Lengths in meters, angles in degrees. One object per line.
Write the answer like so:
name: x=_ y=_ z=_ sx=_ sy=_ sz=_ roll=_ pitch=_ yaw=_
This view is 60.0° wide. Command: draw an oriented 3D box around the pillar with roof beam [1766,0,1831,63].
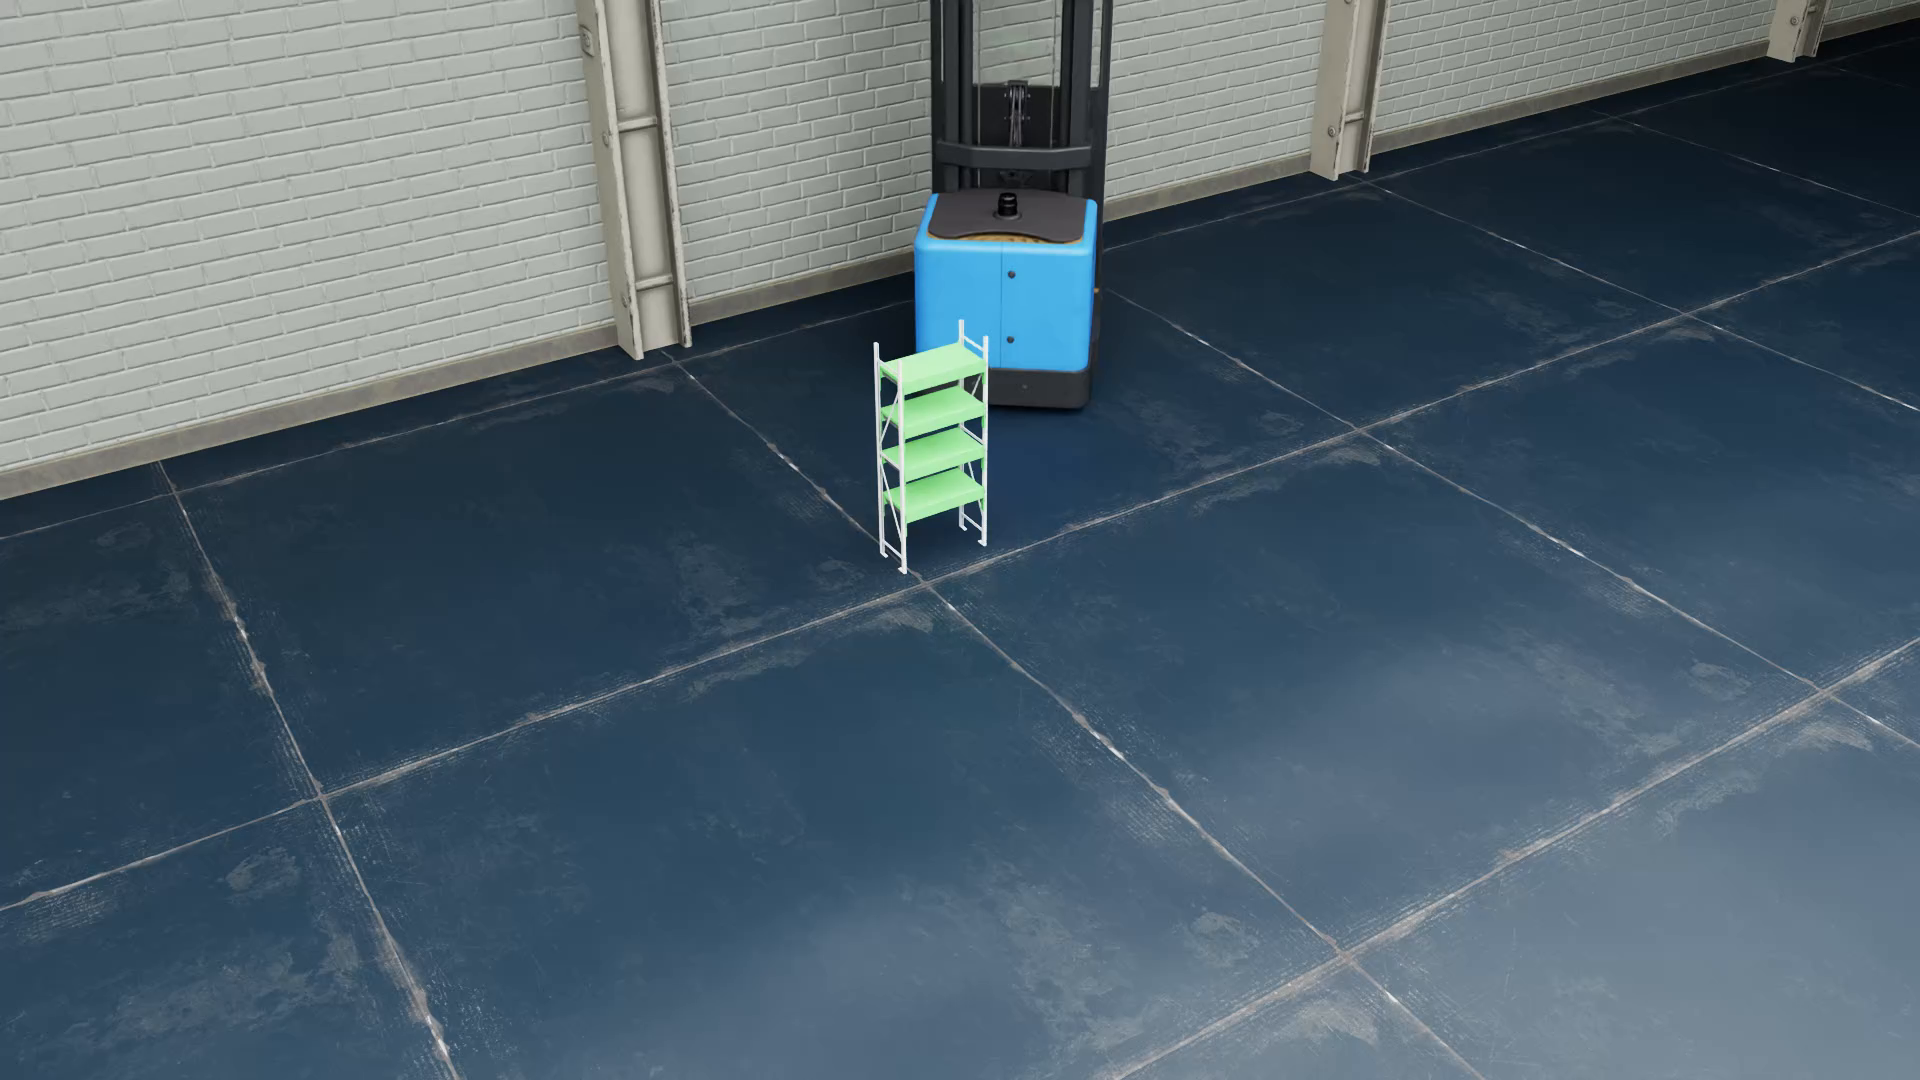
pillar with roof beam: x=10.443 y=-6.612 z=10.797 sx=0.400 sy=9.000 sz=9.100 roll=-19 pitch=37 yaw=-27

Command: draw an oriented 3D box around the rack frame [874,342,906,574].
rack frame: x=-0.344 y=-0.389 z=8.242 sx=0.015 sy=1.200 sz=0.240 roll=-19 pitch=37 yaw=-27

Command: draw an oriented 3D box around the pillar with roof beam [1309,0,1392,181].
pillar with roof beam: x=5.400 y=-4.877 z=8.048 sx=0.400 sy=9.000 sz=9.100 roll=-19 pitch=37 yaw=-27

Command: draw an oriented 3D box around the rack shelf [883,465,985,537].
rack shelf: x=-0.139 y=-0.203 z=8.516 sx=0.480 sy=0.148 sz=0.258 roll=-19 pitch=37 yaw=-27

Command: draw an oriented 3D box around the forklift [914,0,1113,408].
forklift: x=0.392 y=-2.785 z=10.417 sx=1.130 sy=2.935 sz=3.031 roll=3 pitch=32 yaw=5

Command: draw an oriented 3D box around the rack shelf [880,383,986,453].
rack shelf: x=-0.139 y=-0.609 z=8.260 sx=0.480 sy=0.148 sz=0.258 roll=-19 pitch=37 yaw=-27

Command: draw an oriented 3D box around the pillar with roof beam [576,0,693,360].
pillar with roof beam: x=0.357 y=-3.143 z=5.298 sx=0.400 sy=9.000 sz=9.100 roll=-19 pitch=37 yaw=-27

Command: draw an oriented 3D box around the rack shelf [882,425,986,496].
rack shelf: x=-0.139 y=-0.406 z=8.388 sx=0.480 sy=0.148 sz=0.258 roll=-19 pitch=37 yaw=-27

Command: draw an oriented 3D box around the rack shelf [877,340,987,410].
rack shelf: x=-0.139 y=-0.812 z=8.132 sx=0.480 sy=0.148 sz=0.258 roll=-19 pitch=37 yaw=-27

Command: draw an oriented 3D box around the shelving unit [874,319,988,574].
shelving unit: x=-0.139 y=-0.460 z=8.354 sx=0.503 sy=1.200 sz=0.258 roll=-19 pitch=37 yaw=-27

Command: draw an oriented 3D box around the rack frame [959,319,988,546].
rack frame: x=0.066 y=-0.530 z=8.466 sx=0.015 sy=1.200 sz=0.240 roll=-19 pitch=37 yaw=-27
